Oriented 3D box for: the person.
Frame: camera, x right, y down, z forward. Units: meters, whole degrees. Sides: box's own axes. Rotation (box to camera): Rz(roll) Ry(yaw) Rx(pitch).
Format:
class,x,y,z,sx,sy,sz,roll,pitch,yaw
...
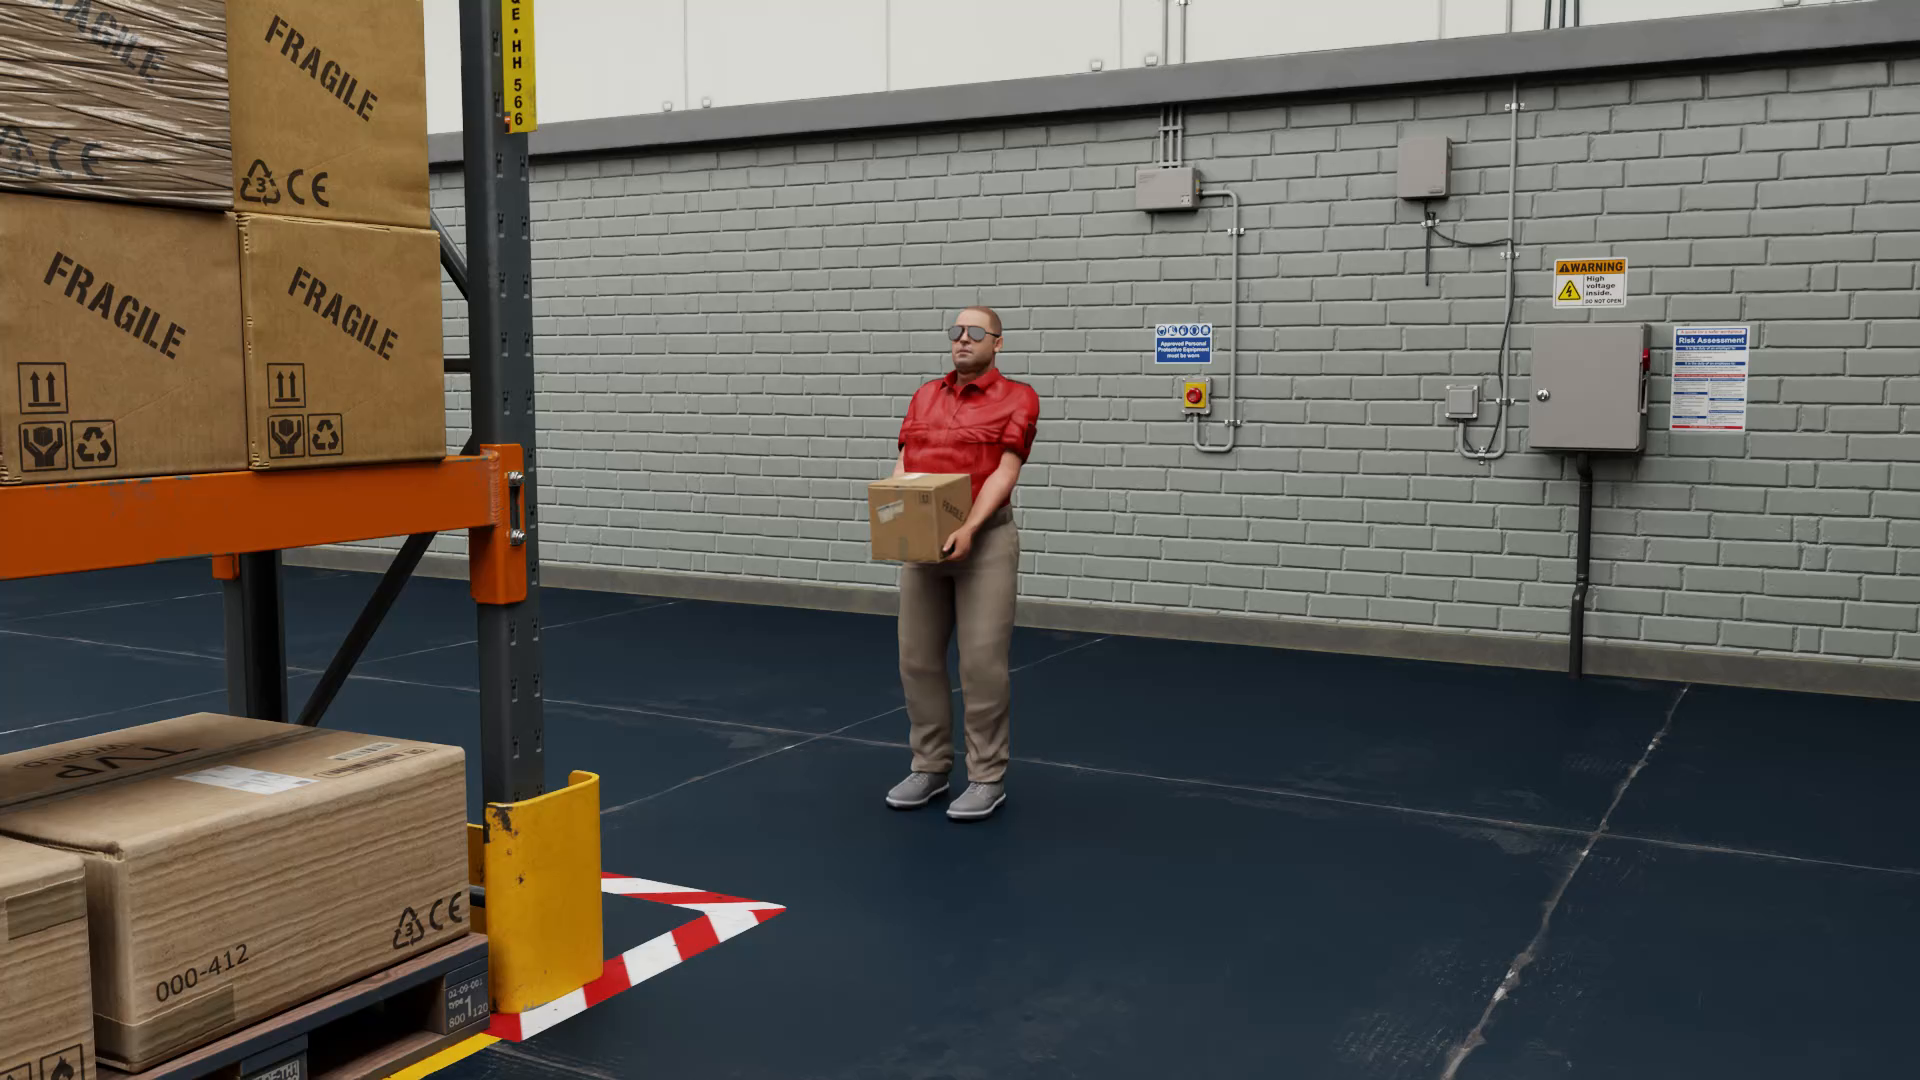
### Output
class,x,y,z,sx,sy,sz,roll,pitch,yaw
person,-0.026,0.067,5.609,0.494,1.713,0.529,3,7,29
